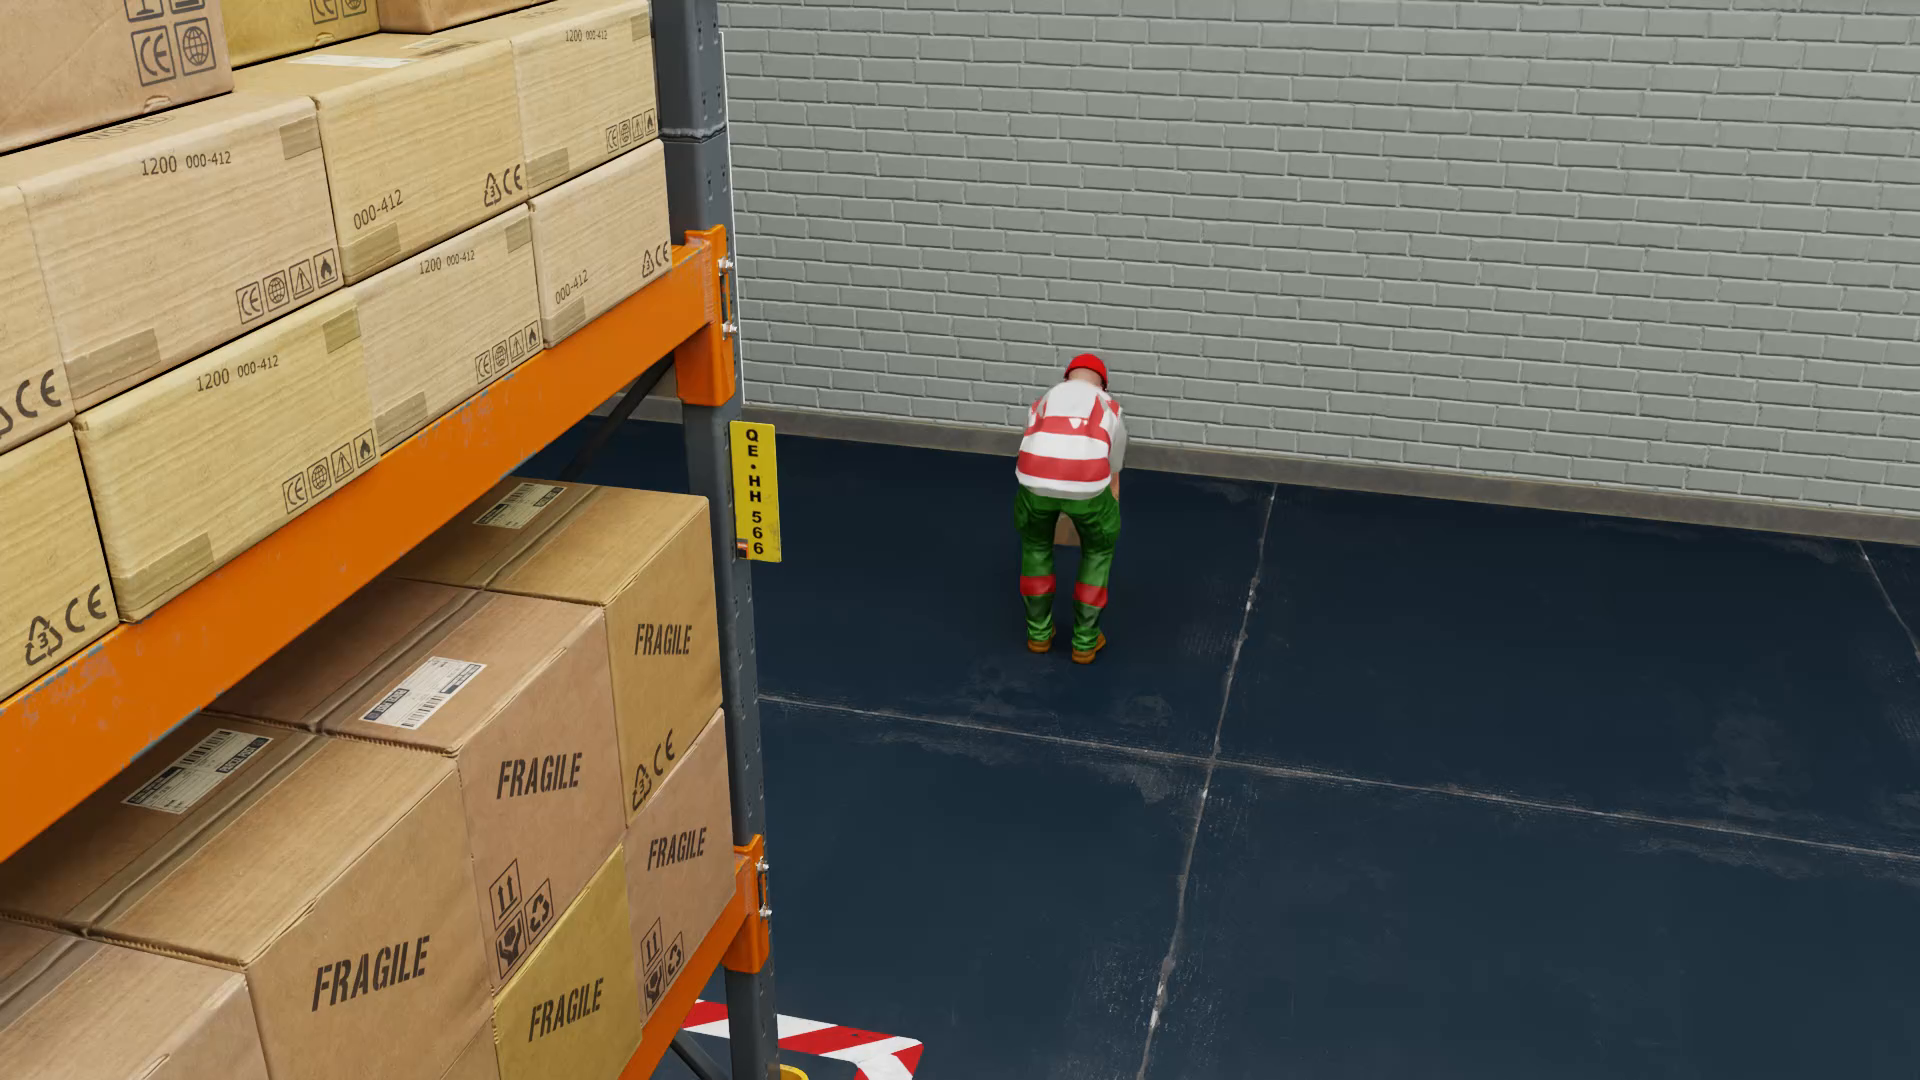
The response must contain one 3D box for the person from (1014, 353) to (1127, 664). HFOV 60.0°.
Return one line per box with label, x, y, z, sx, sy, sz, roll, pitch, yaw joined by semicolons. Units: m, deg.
person;0.516;-0.151;7.571;0.486;1.218;0.949;5;26;12
